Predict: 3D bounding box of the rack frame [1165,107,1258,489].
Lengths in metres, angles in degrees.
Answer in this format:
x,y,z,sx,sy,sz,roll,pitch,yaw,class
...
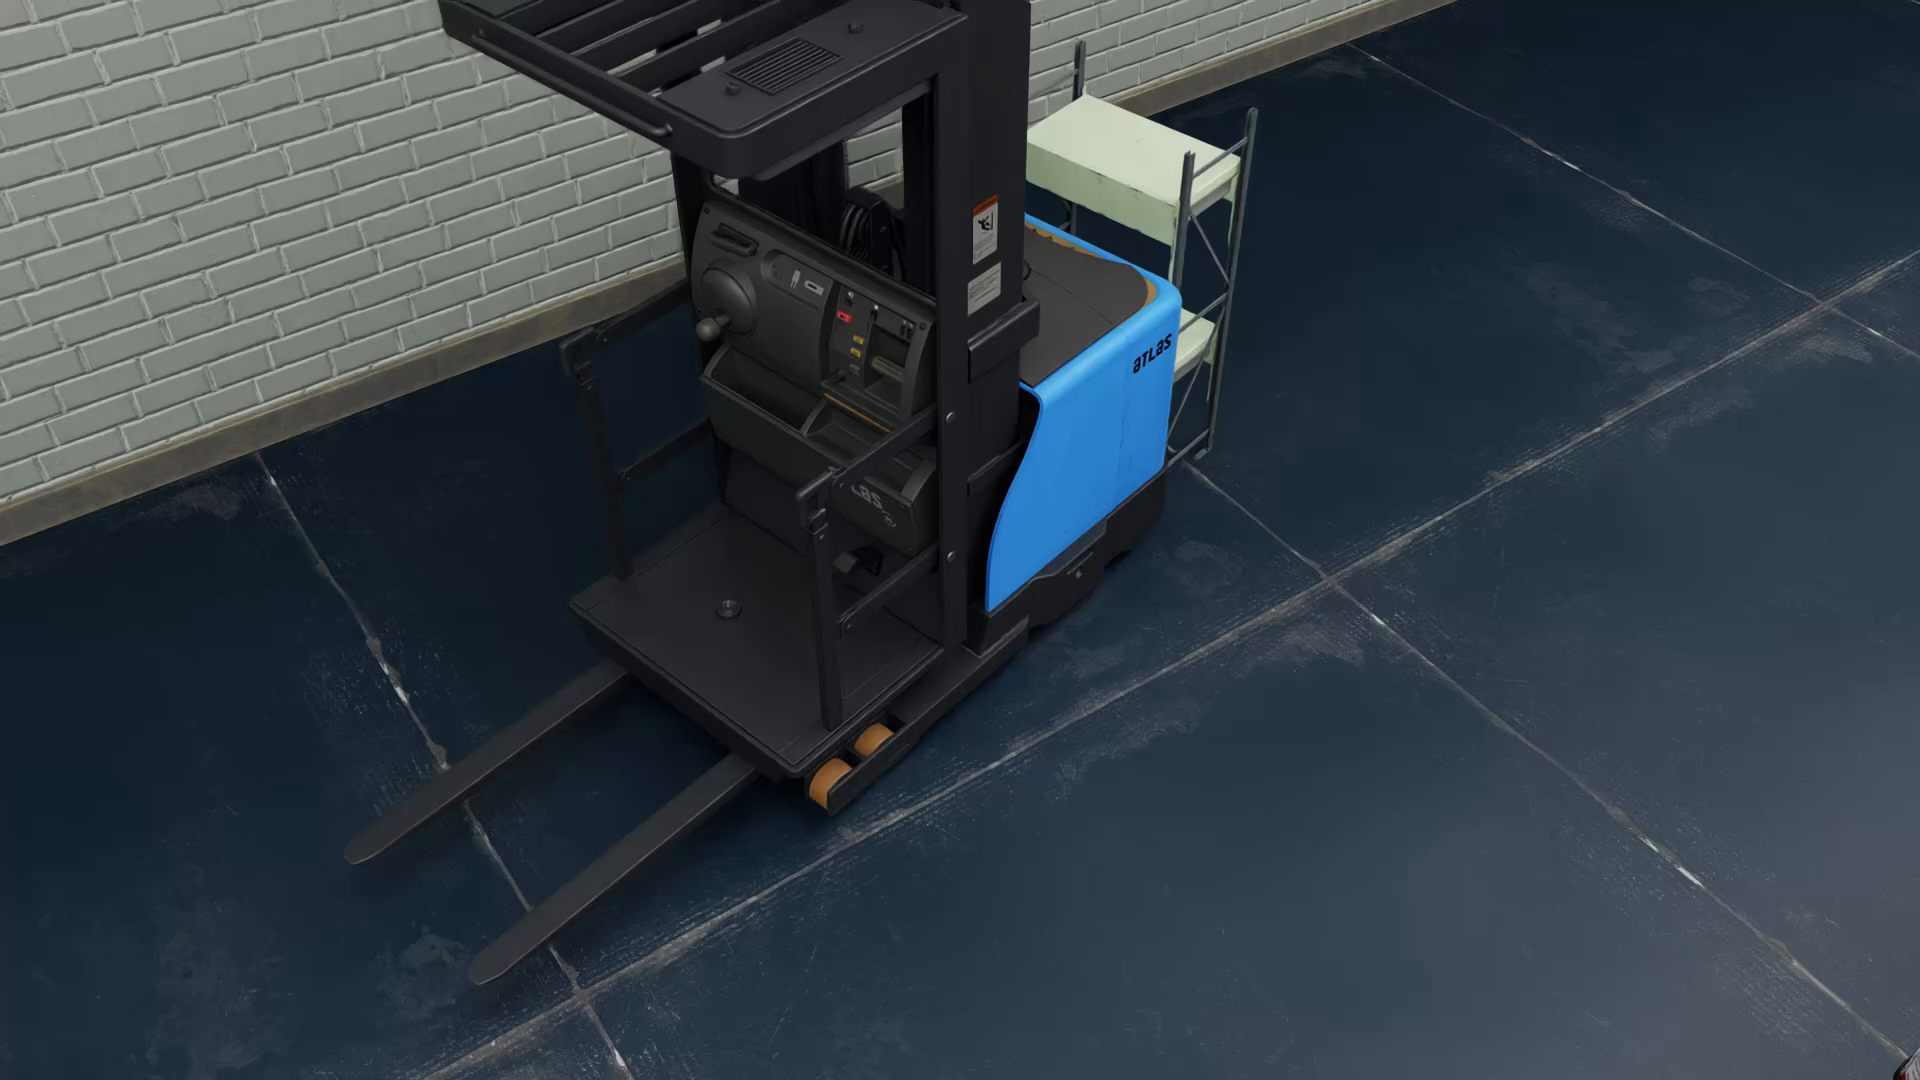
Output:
x,y,z,sx,sy,sz,roll,pitch,yaw,class
0.865,-0.808,6.010,0.023,1.500,0.400,31,52,28,rack frame

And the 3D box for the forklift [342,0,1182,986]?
x,y,z,sx,sy,sz,roll,pitch,yaw,class
-0.588,-0.592,4.748,1.130,2.935,3.031,31,52,29,forklift

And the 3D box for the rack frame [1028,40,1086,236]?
x,y,z,sx,sy,sz,roll,pitch,yaw,class
0.312,-1.139,6.357,0.023,1.500,0.400,31,52,28,rack frame

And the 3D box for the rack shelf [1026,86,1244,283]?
x,y,z,sx,sy,sz,roll,pitch,yaw,class
0.589,-1.256,5.914,0.720,0.370,0.431,31,52,28,rack shelf

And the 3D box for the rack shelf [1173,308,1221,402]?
x,y,z,sx,sy,sz,roll,pitch,yaw,class
0.589,-0.737,6.408,0.720,0.370,0.431,31,52,28,rack shelf

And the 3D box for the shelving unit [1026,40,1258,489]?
x,y,z,sx,sy,sz,roll,pitch,yaw,class
0.589,-0.973,6.183,0.755,1.500,0.431,31,52,28,shelving unit
